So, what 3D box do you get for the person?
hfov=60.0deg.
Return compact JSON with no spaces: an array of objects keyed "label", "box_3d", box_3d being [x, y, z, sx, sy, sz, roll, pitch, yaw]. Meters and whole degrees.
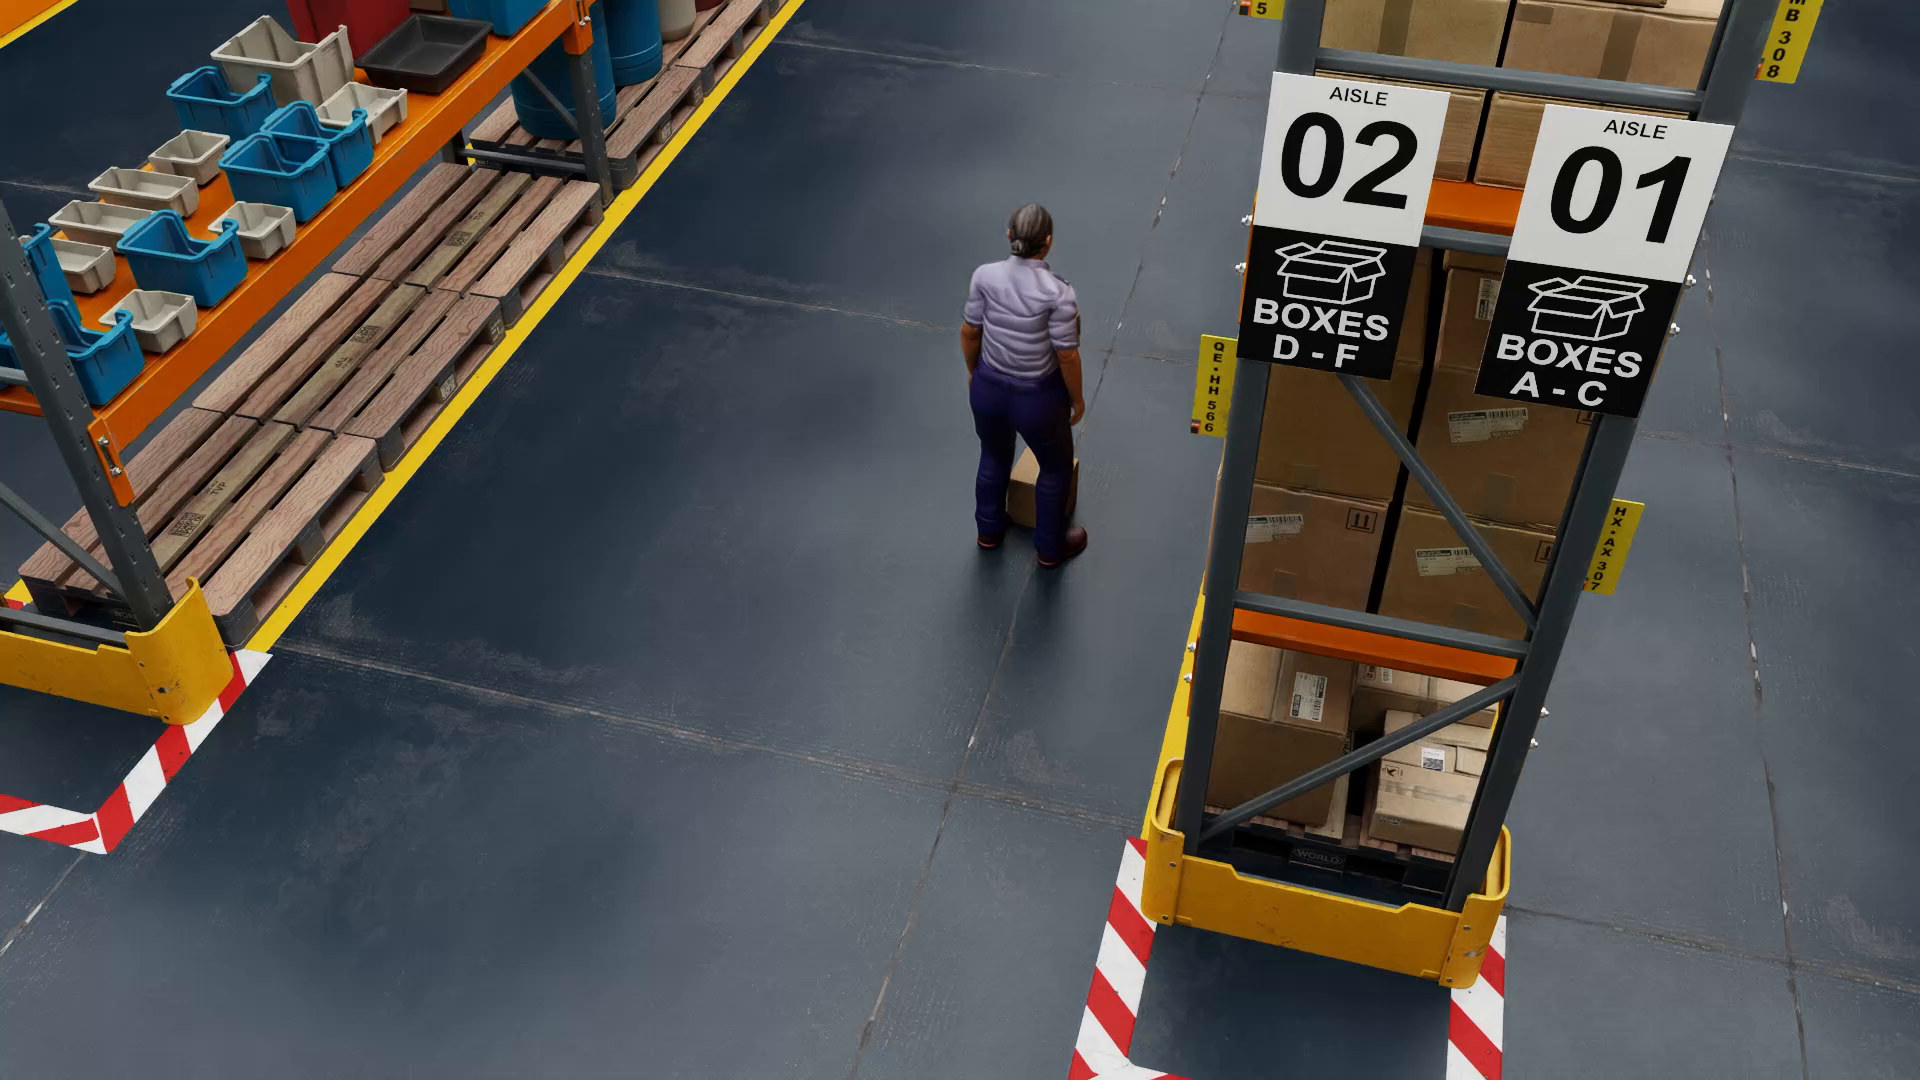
[{"label":"person","box_3d":[0.274,-0.620,6.871,0.545,1.651,0.331,18,45,20]}]
